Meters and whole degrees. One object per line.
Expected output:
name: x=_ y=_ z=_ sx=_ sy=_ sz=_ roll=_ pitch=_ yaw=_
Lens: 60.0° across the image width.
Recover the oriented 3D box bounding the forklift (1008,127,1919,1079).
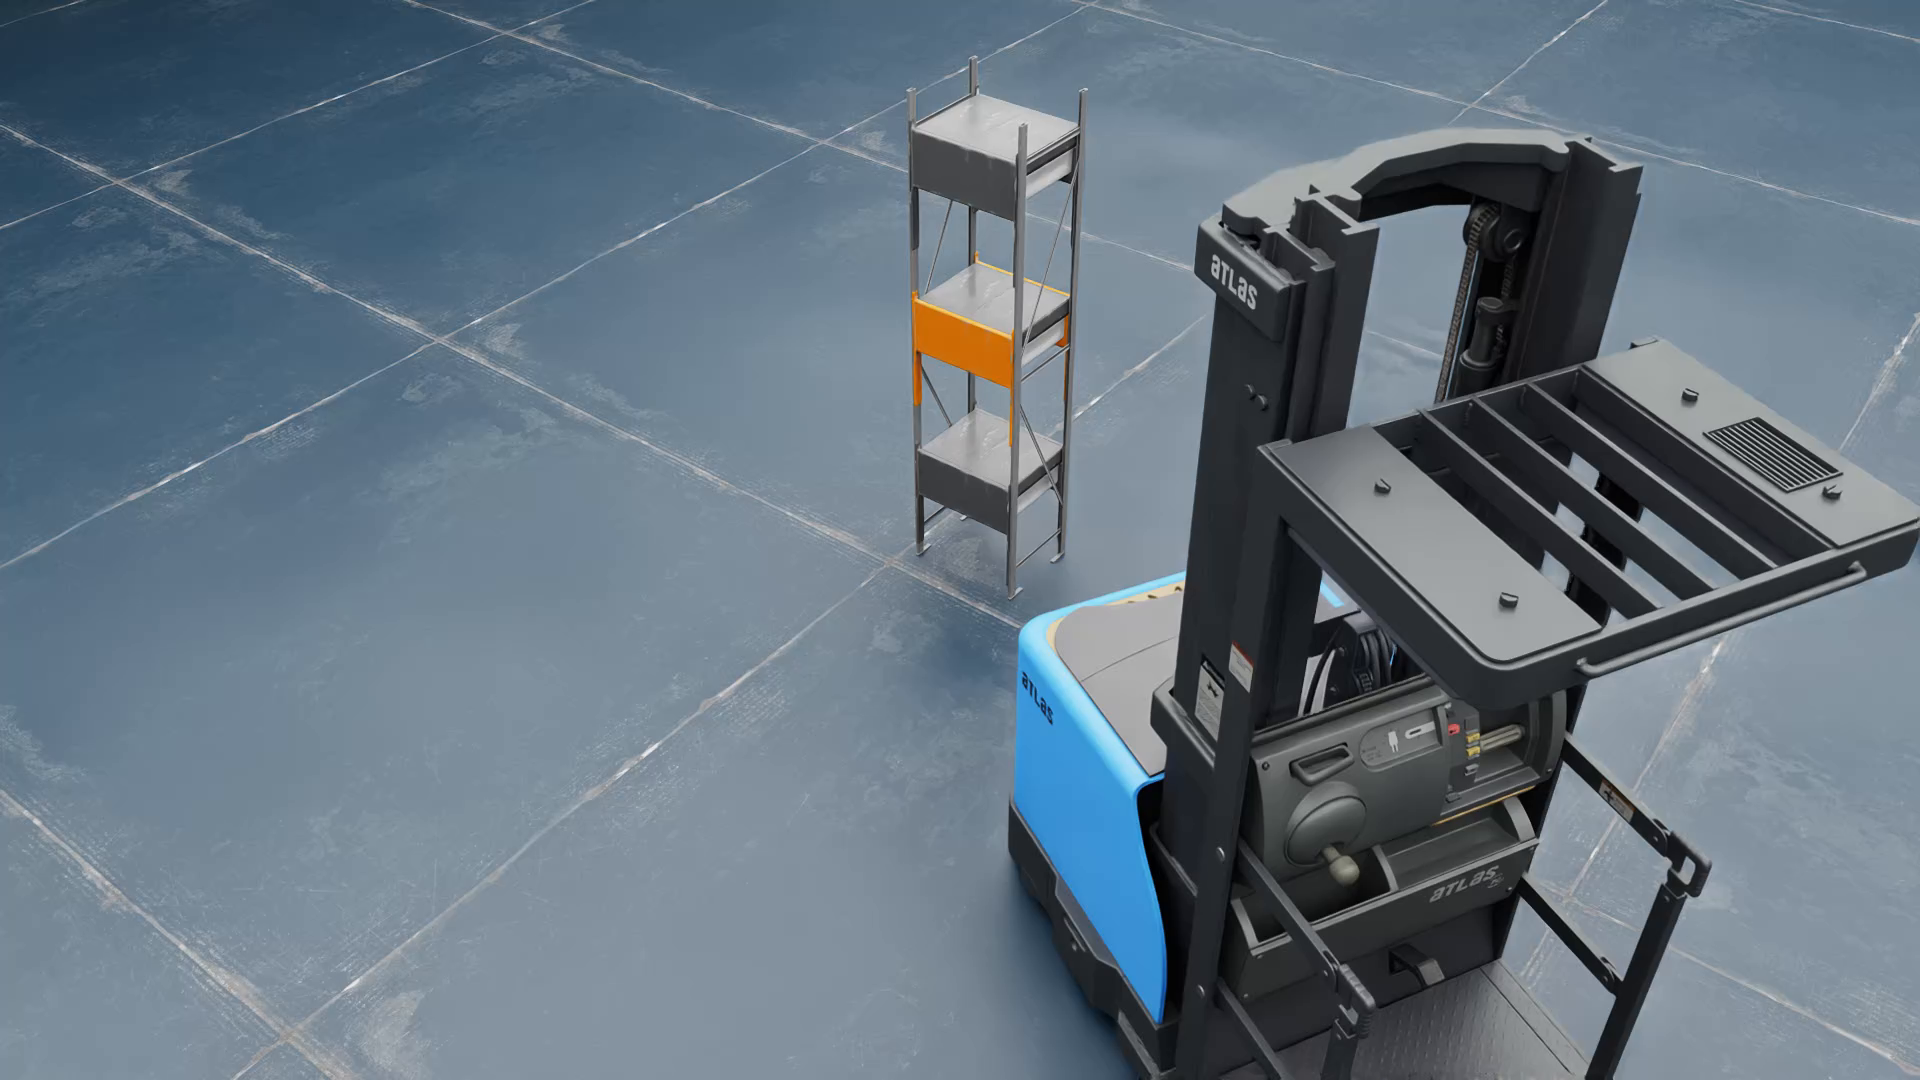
forklift: x=1.237 y=0.647 z=4.047 sx=1.130 sy=2.935 sz=3.031 roll=-16 pitch=41 yaw=-19

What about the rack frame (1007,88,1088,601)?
rack frame: x=0.325 y=-0.673 z=6.407 sx=0.015 sy=2.100 sz=0.400 roll=25 pitch=45 yaw=29

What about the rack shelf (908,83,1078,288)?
rack shelf: x=0.131 y=-1.305 z=6.100 sx=0.480 sy=0.518 sz=0.431 roll=25 pitch=45 yaw=29

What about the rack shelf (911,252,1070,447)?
rack shelf: x=0.131 y=-0.754 z=6.532 sx=0.480 sy=0.518 sz=0.431 roll=25 pitch=45 yaw=29

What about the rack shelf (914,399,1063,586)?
rack shelf: x=0.131 y=-0.203 z=6.963 sx=0.480 sy=0.518 sz=0.431 roll=25 pitch=45 yaw=29

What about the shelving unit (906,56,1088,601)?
shelving unit: x=0.131 y=-0.765 z=6.524 sx=0.503 sy=2.100 sz=0.431 roll=25 pitch=45 yaw=29

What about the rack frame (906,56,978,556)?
rack frame: x=-0.062 y=-0.856 z=6.640 sx=0.015 sy=2.100 sz=0.400 roll=25 pitch=45 yaw=29
